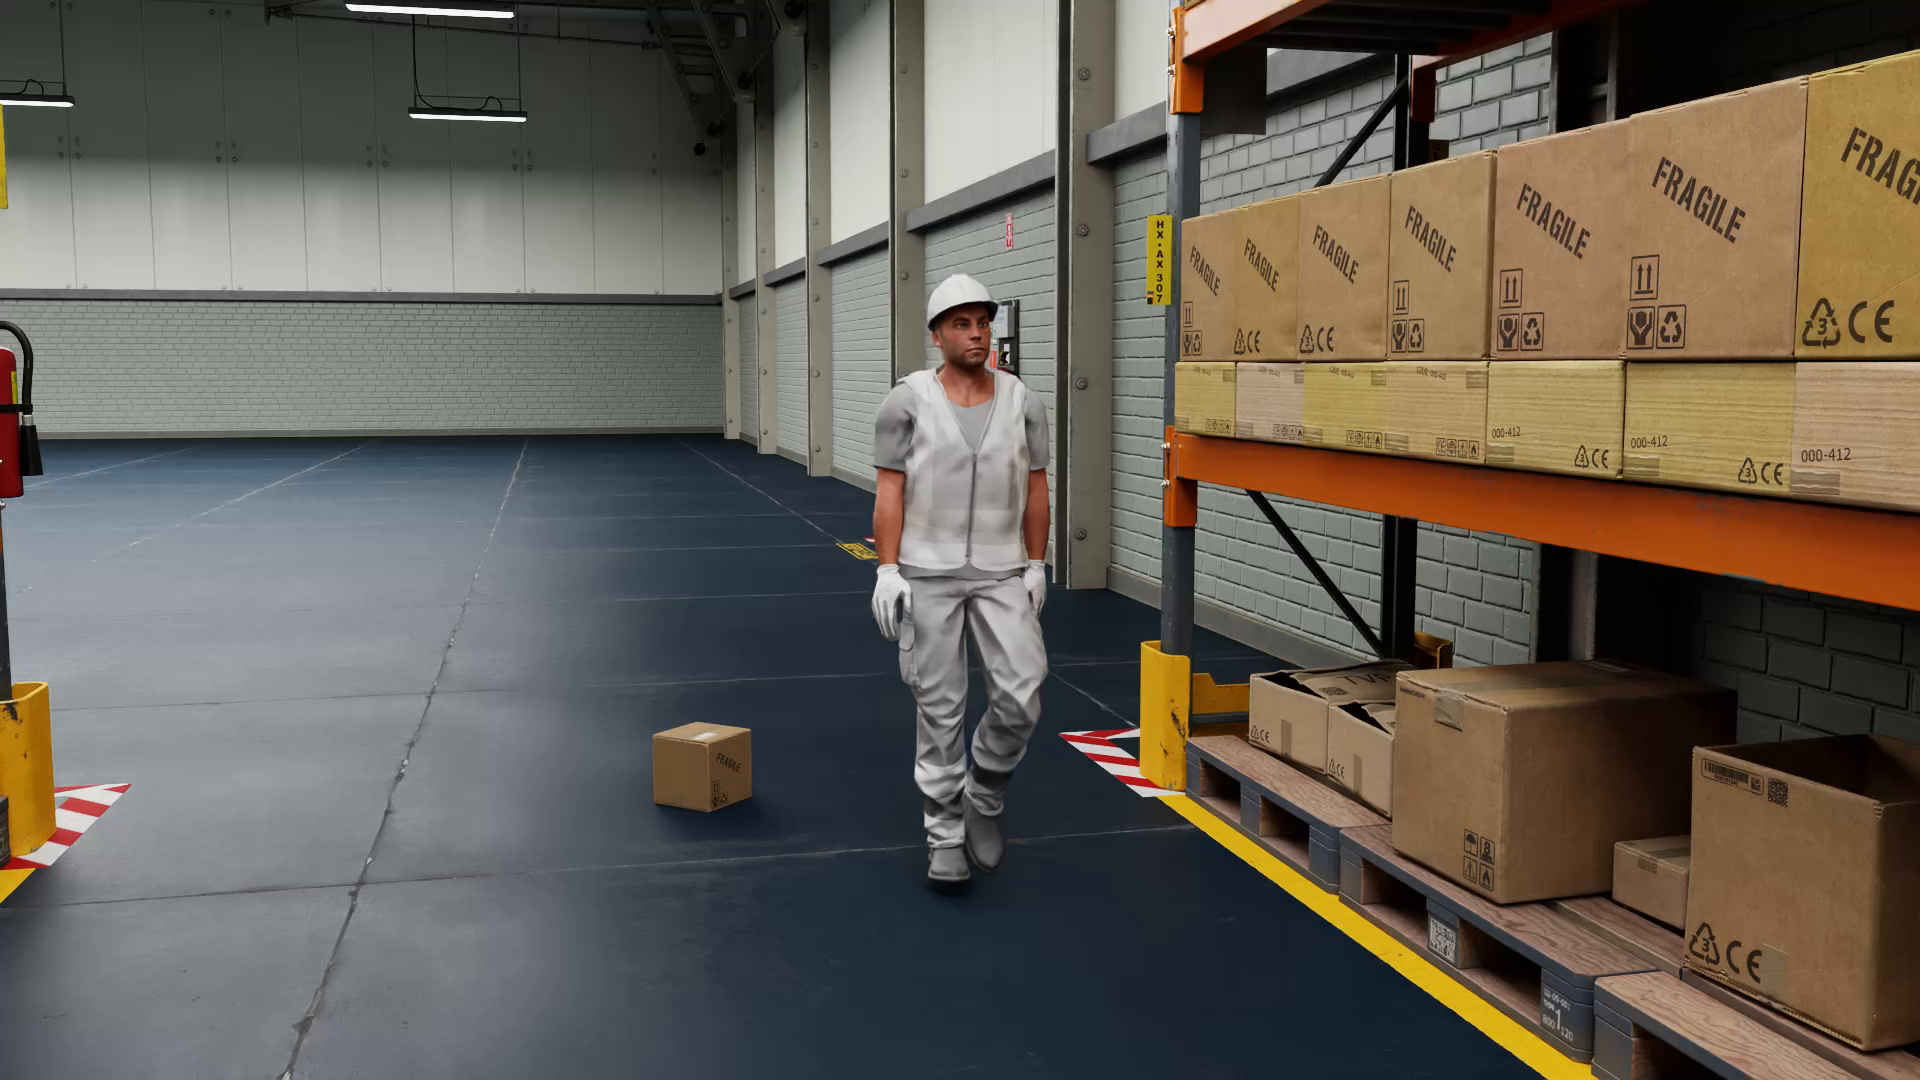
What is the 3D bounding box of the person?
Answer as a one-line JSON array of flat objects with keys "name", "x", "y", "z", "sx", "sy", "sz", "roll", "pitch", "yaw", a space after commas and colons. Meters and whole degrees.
[{"name": "person", "x": 0.013, "y": 0.124, "z": 4.885, "sx": 0.570, "sy": 1.795, "sz": 0.462, "roll": -1, "pitch": 6, "yaw": -11}]
